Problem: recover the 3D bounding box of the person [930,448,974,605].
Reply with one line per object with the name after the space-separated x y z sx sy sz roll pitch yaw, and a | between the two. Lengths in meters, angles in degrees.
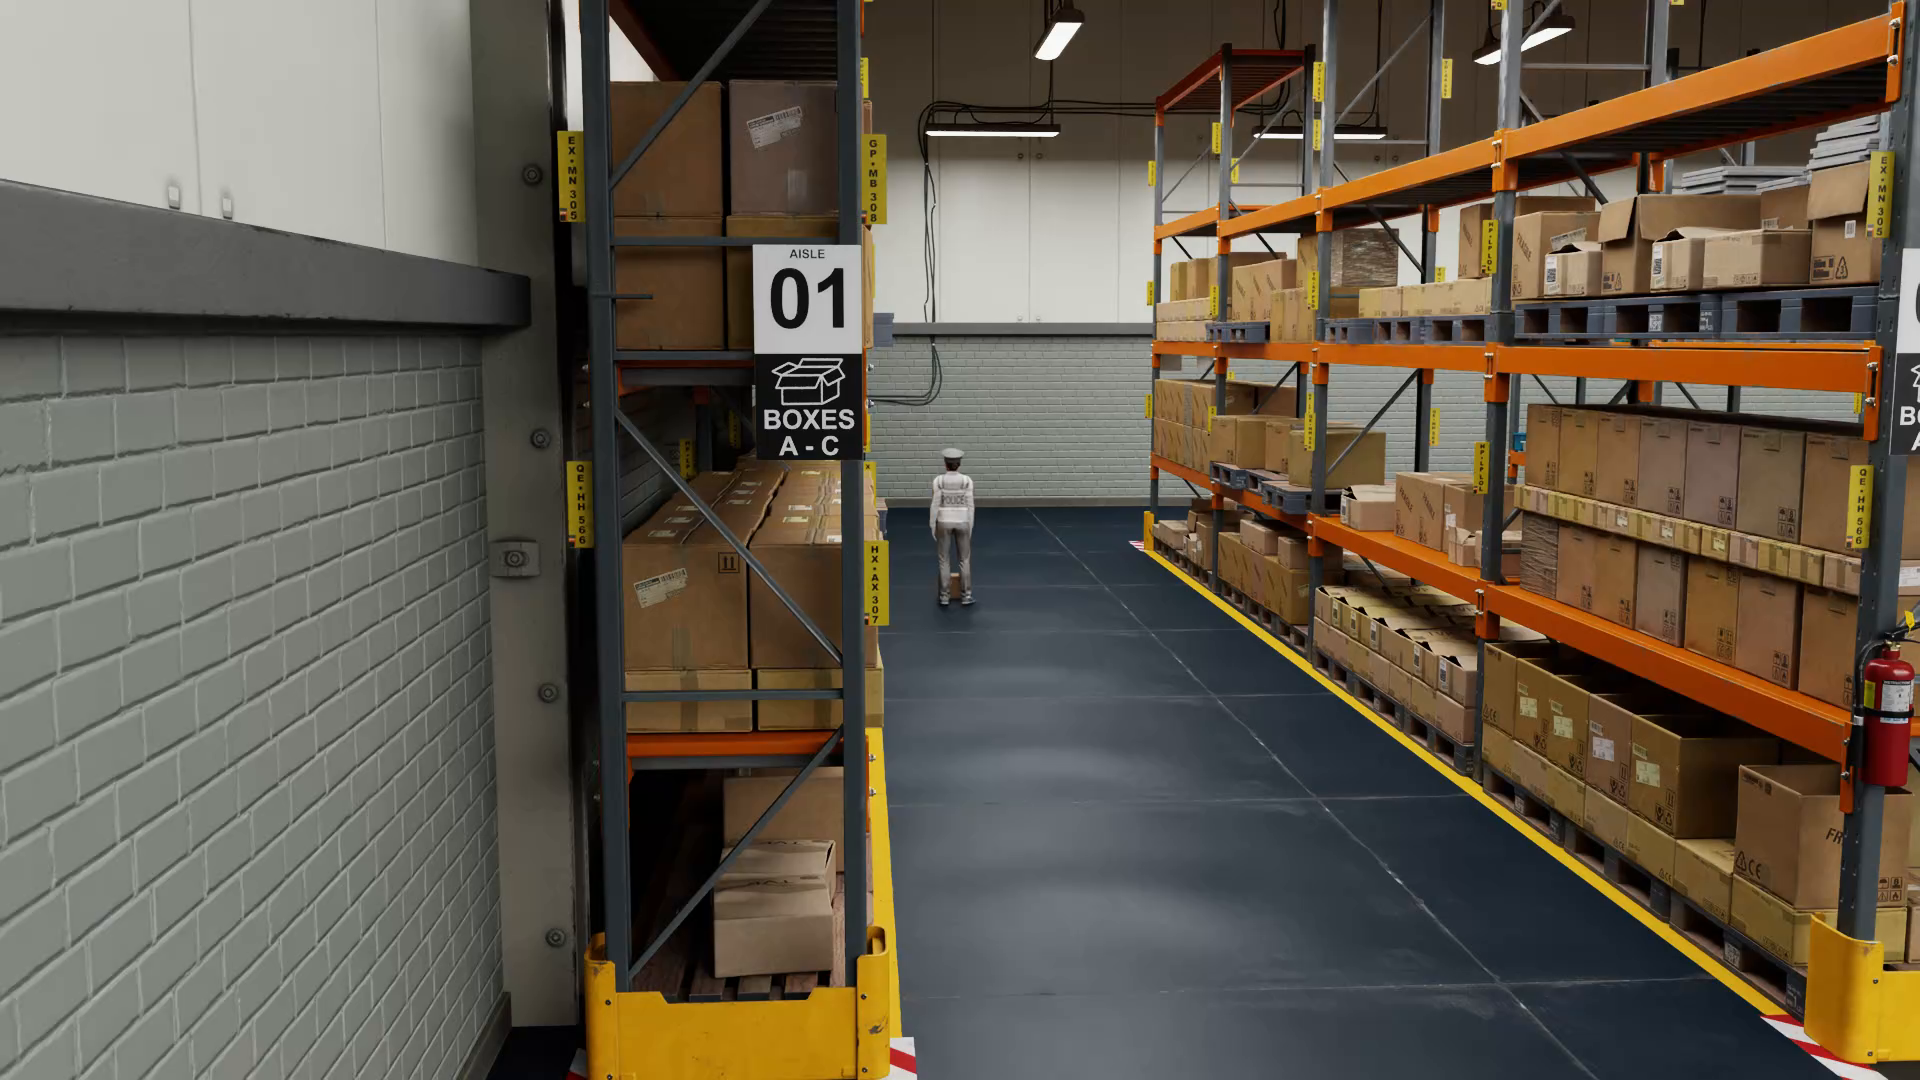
-0.088 -0.142 17.830 0.475 1.684 0.340 -1 7 -4 | person
